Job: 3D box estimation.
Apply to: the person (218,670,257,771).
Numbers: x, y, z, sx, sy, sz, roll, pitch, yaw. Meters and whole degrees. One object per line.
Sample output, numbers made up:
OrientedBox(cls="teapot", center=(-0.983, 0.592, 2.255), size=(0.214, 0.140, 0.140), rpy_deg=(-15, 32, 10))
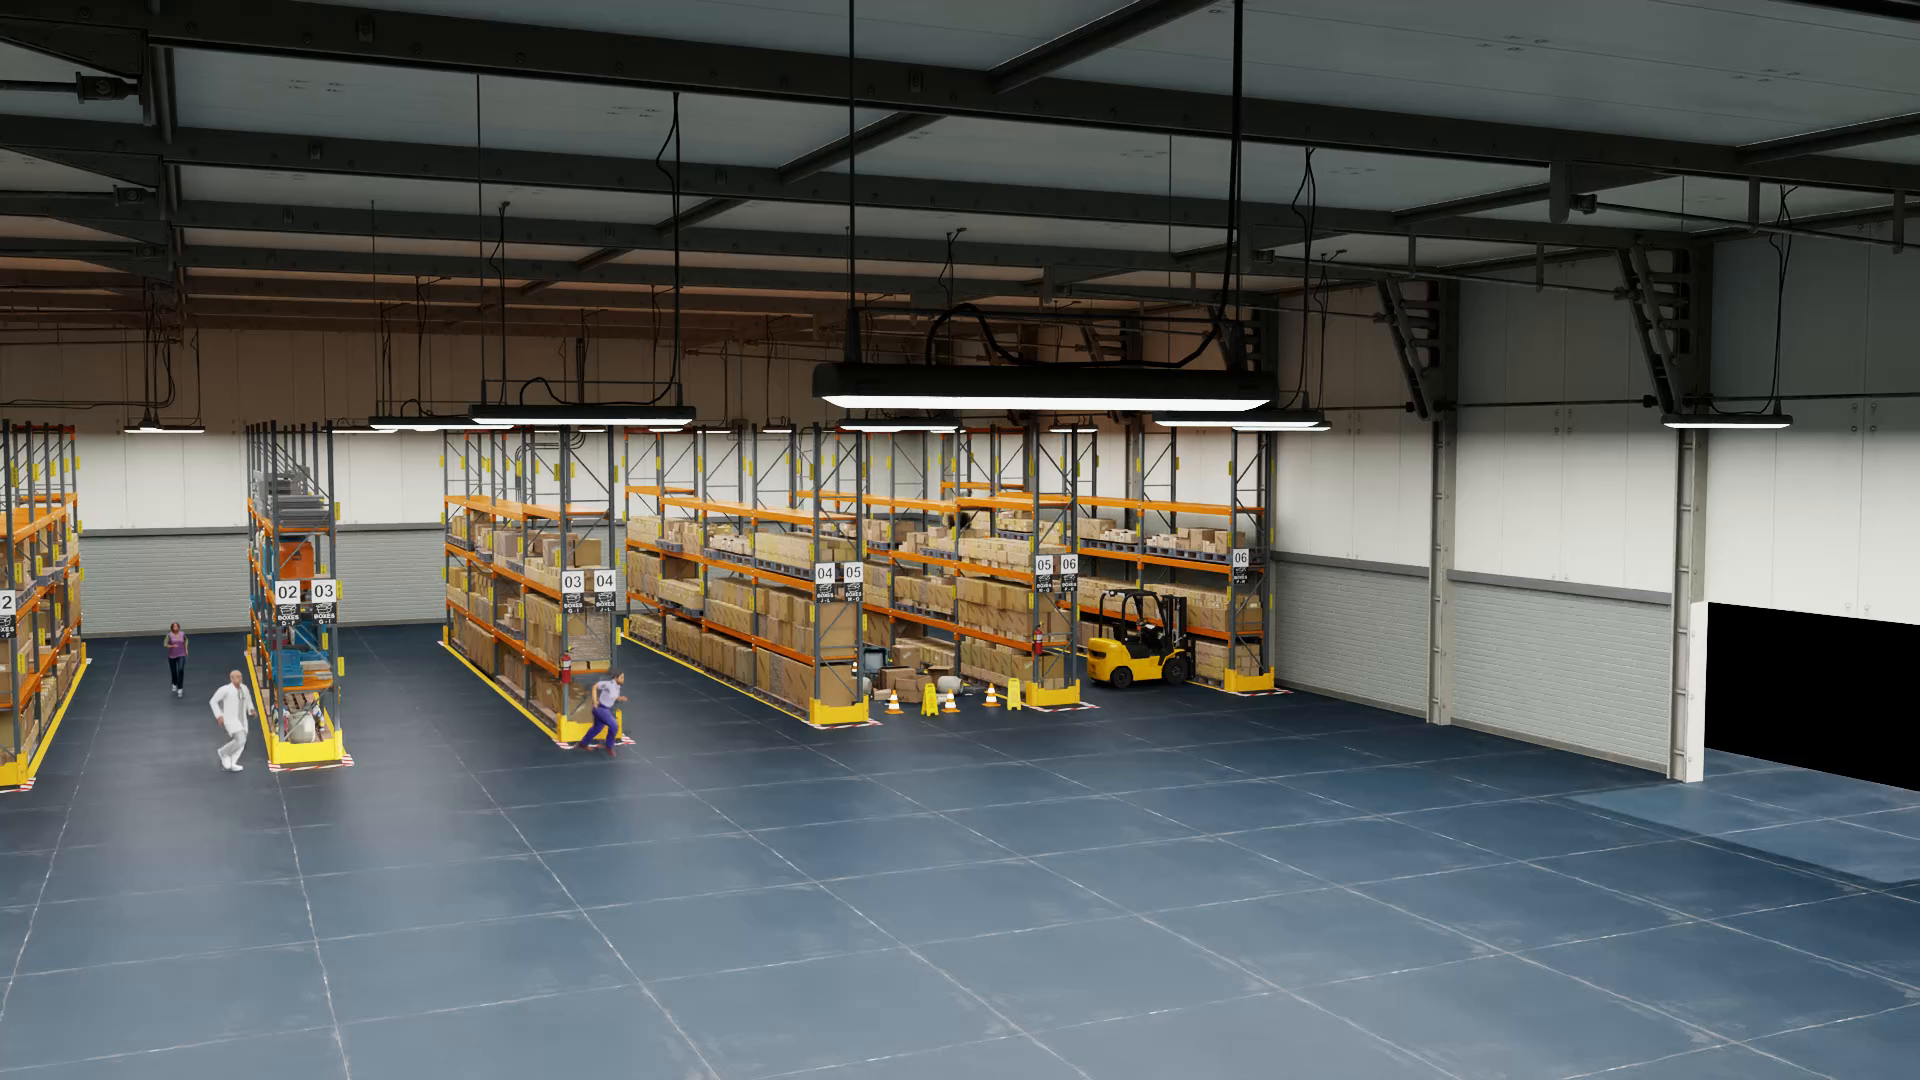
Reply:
OrientedBox(cls="person", center=(-12.318, 3.082, 28.323), size=(0.695, 1.728, 0.655), rpy_deg=(2, 4, 23))

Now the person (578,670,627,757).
OrientedBox(cls="person", center=(-6.429, 3.120, 29.776), size=(0.959, 1.598, 0.652), rpy_deg=(1, 4, 13))

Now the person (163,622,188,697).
OrientedBox(cls="person", center=(-17.334, 2.606, 36.770), size=(0.497, 1.626, 0.824), rpy_deg=(-2, 4, -26))
